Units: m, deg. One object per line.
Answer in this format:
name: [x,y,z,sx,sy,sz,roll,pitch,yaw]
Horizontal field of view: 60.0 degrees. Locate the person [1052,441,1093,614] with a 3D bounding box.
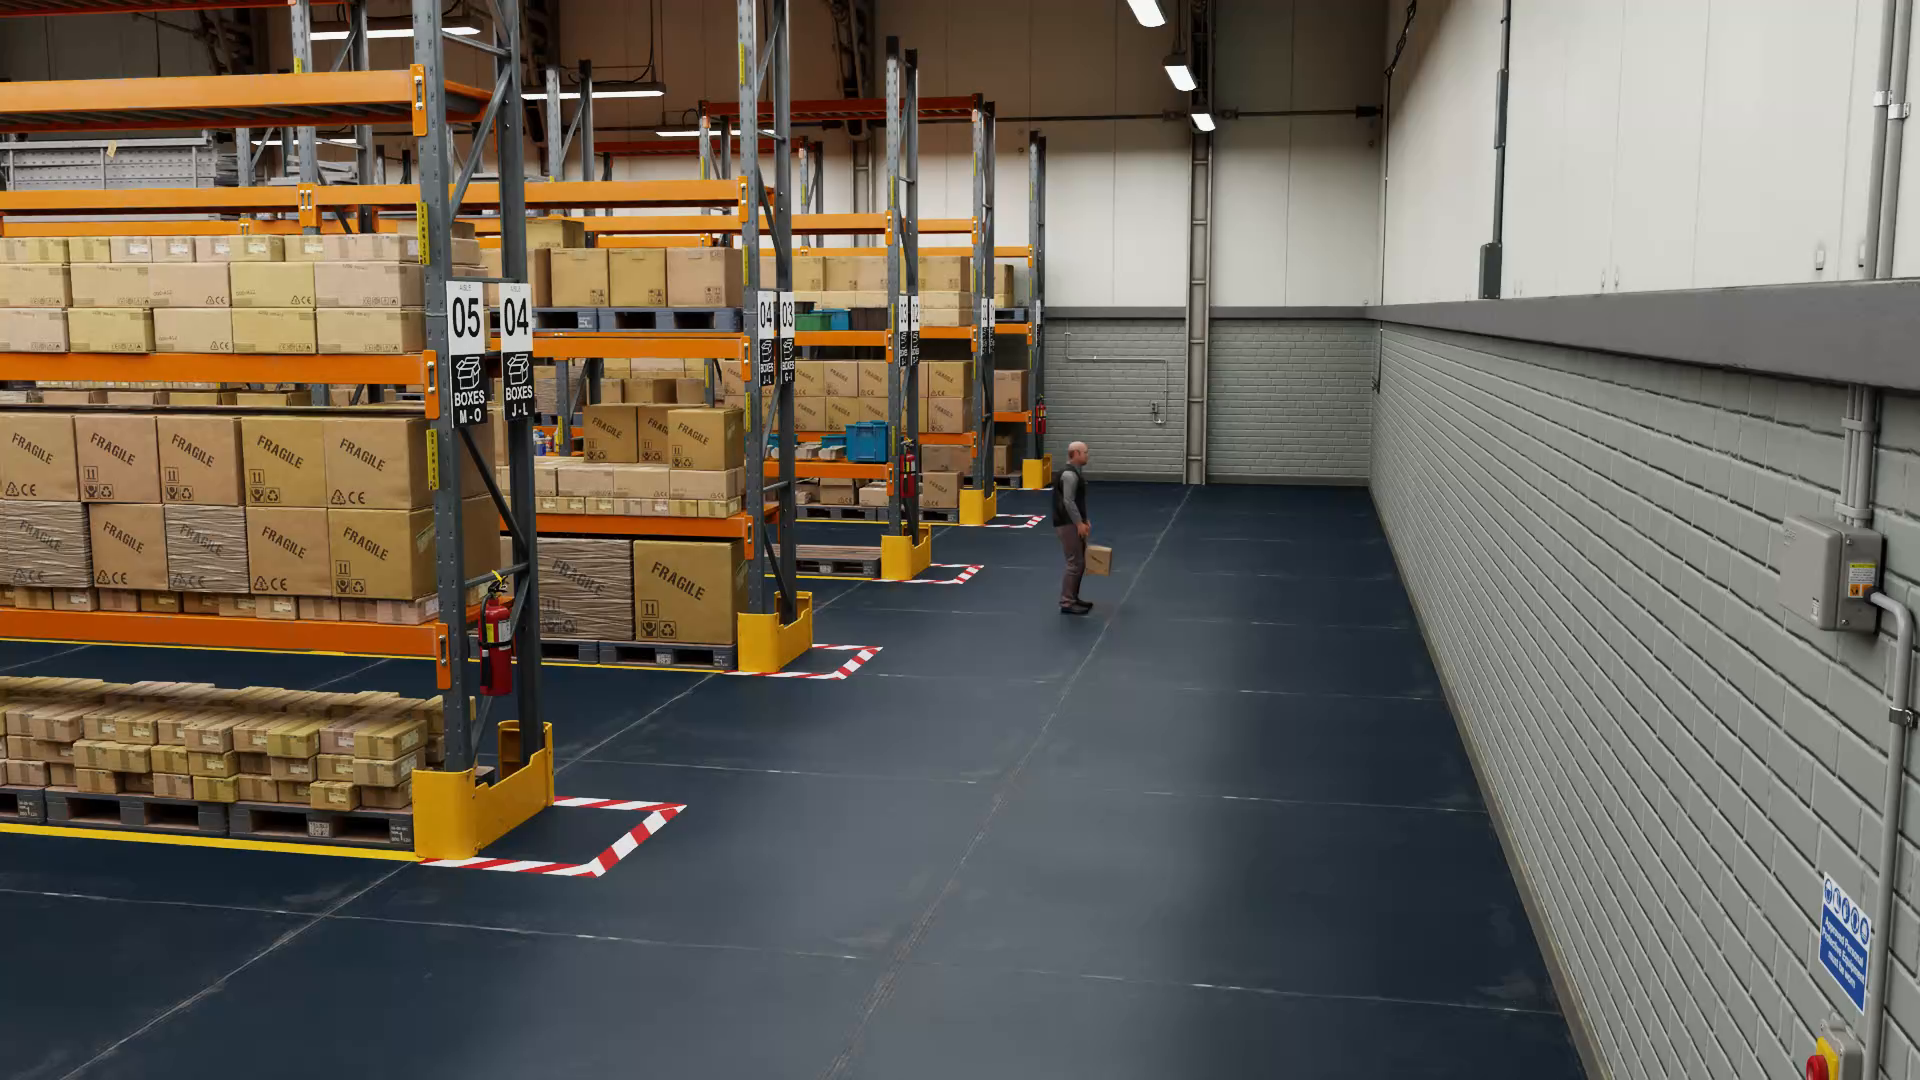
person: [1.139,-0.141,16.904,0.421,1.725,0.560,1,8,10]
